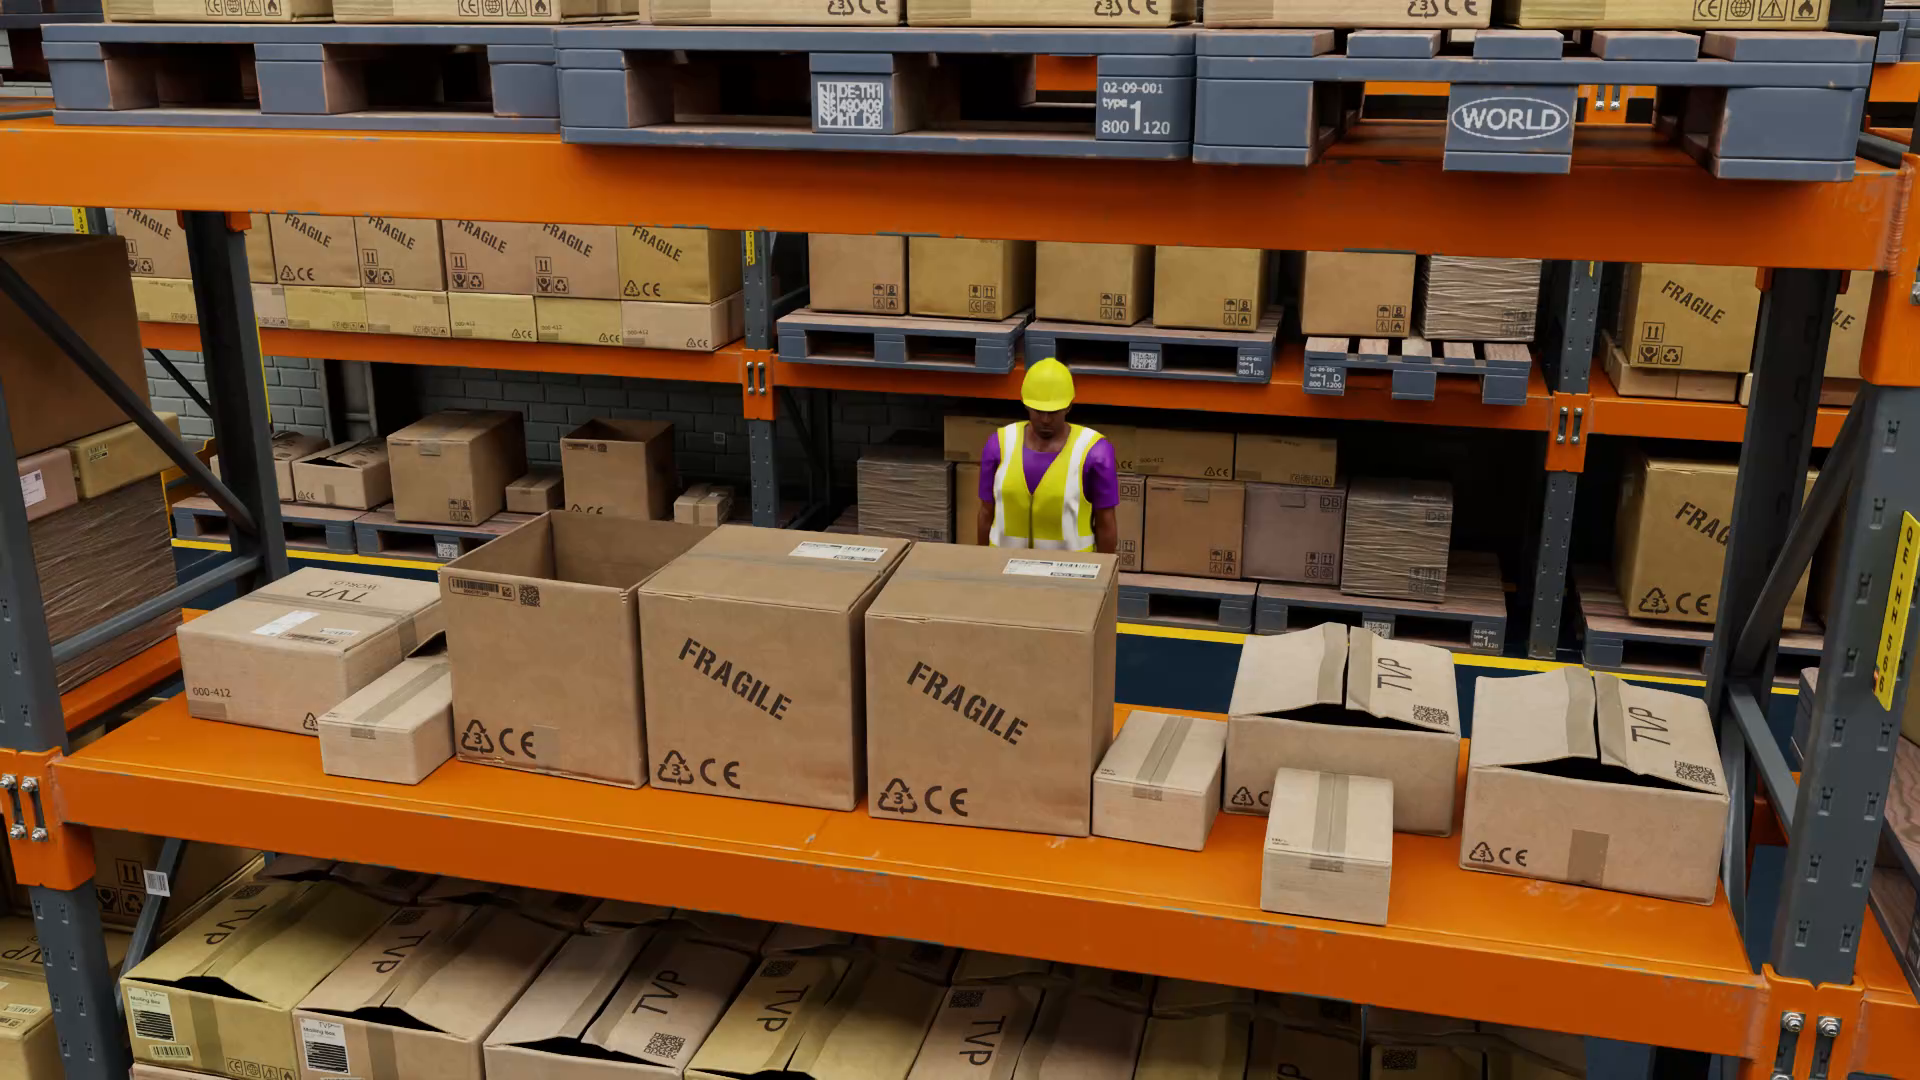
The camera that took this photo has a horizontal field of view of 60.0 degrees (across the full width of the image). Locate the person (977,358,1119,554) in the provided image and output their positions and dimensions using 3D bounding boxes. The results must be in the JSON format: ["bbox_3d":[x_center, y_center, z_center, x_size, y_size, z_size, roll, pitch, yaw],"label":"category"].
[{"bbox_3d":[0.334,0.147,6.576,0.567,1.763,0.364,5,19,15],"label":"person"}]
